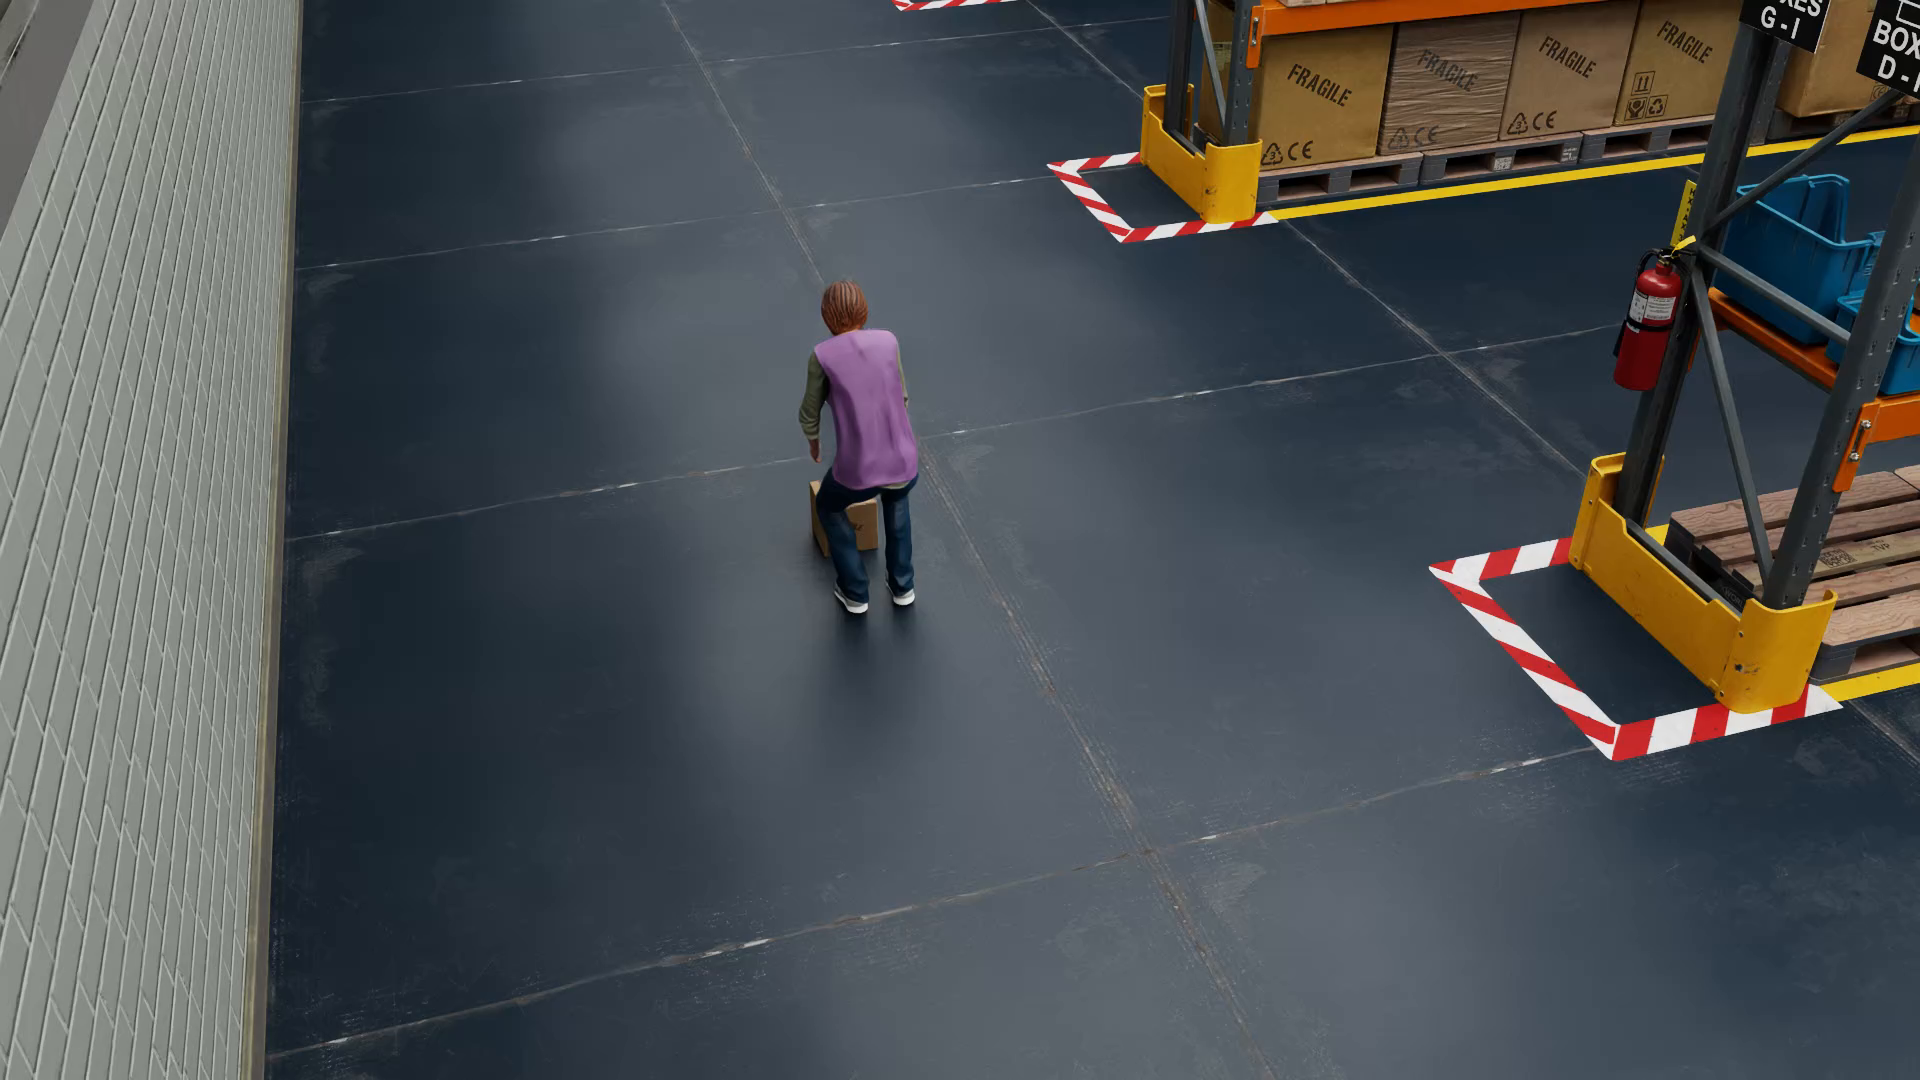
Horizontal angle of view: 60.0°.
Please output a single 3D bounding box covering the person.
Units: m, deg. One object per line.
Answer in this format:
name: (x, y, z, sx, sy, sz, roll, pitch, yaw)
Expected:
person: (-0.391, -0.243, 6.822, 0.458, 1.252, 0.445, -10, 36, -14)
